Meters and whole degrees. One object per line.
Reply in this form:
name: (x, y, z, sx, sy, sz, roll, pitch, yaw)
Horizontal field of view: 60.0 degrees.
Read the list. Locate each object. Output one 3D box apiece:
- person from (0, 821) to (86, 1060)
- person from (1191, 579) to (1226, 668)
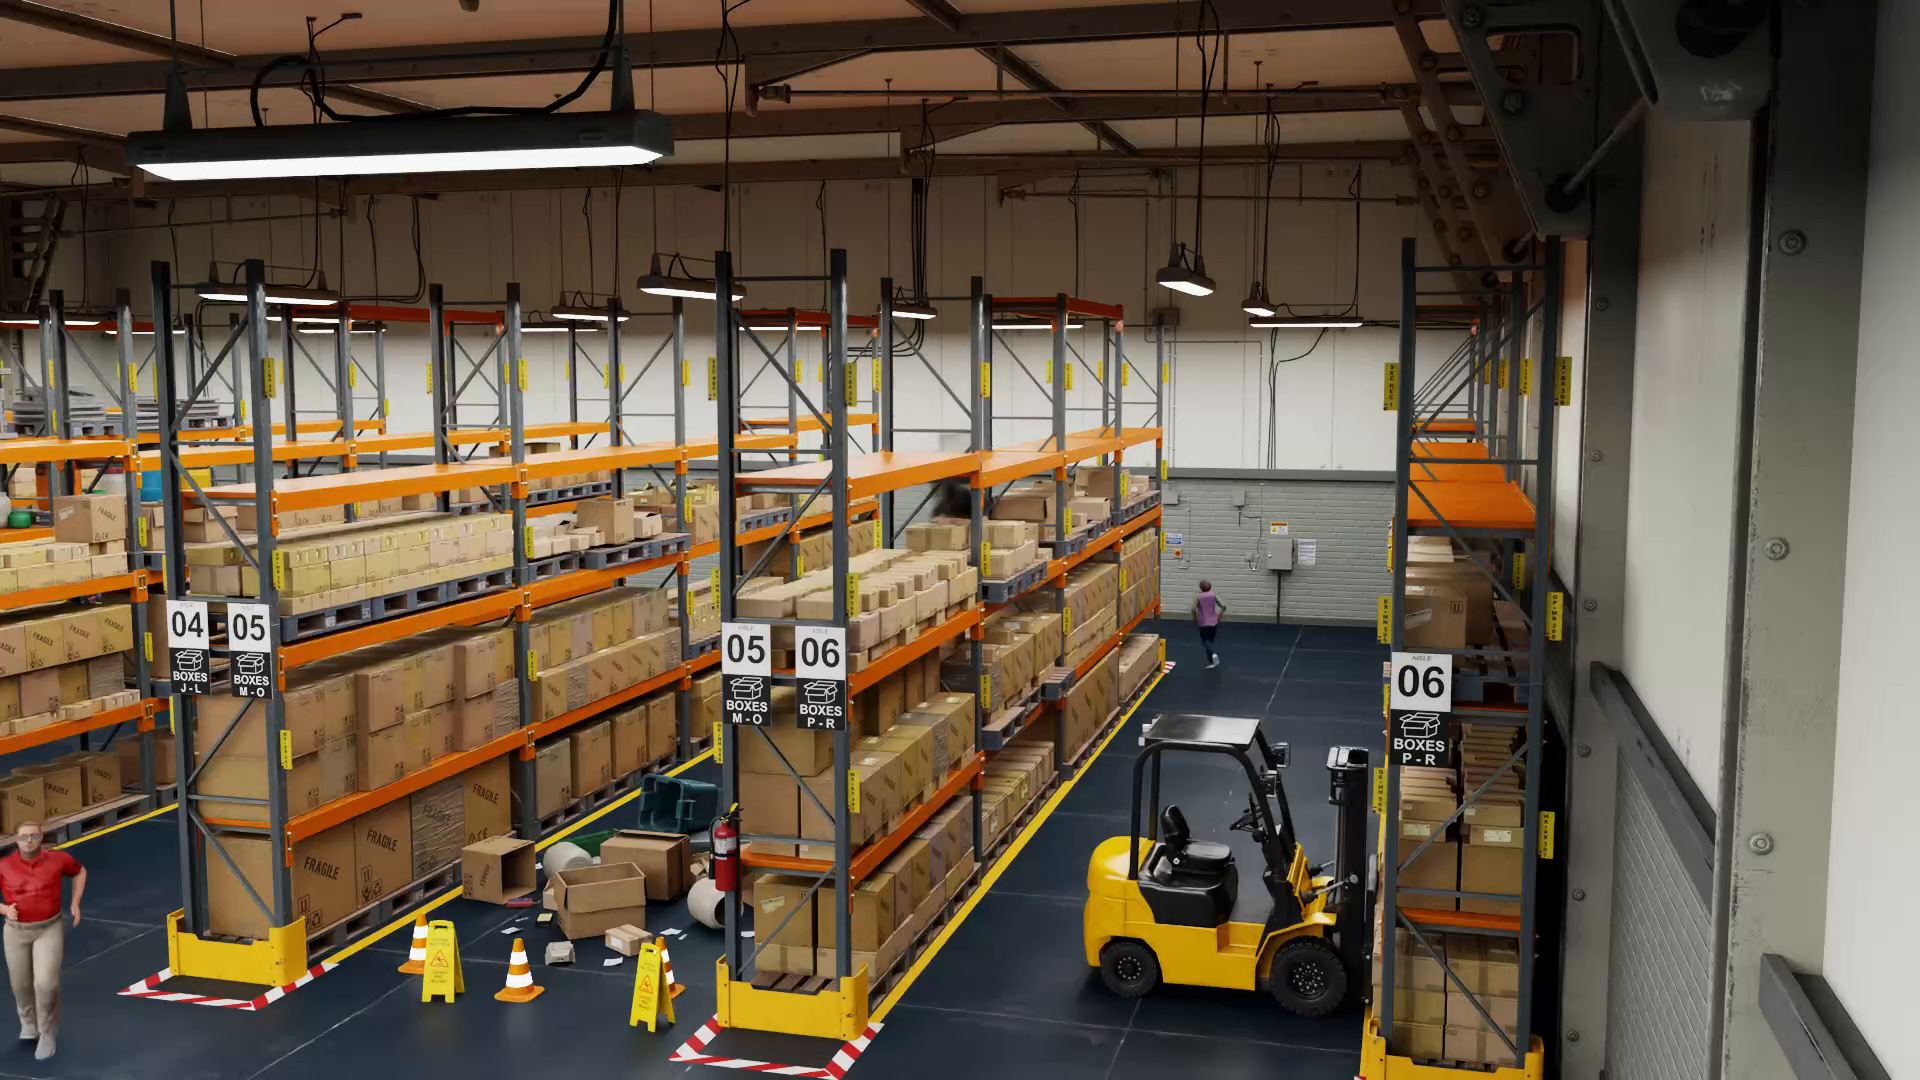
person: (-6.966, 2.998, 12.506, 0.677, 1.779, 0.692, -2, 6, -20)
person: (4.186, 1.441, 28.078, 0.590, 1.562, 0.580, -1, 6, -8)
